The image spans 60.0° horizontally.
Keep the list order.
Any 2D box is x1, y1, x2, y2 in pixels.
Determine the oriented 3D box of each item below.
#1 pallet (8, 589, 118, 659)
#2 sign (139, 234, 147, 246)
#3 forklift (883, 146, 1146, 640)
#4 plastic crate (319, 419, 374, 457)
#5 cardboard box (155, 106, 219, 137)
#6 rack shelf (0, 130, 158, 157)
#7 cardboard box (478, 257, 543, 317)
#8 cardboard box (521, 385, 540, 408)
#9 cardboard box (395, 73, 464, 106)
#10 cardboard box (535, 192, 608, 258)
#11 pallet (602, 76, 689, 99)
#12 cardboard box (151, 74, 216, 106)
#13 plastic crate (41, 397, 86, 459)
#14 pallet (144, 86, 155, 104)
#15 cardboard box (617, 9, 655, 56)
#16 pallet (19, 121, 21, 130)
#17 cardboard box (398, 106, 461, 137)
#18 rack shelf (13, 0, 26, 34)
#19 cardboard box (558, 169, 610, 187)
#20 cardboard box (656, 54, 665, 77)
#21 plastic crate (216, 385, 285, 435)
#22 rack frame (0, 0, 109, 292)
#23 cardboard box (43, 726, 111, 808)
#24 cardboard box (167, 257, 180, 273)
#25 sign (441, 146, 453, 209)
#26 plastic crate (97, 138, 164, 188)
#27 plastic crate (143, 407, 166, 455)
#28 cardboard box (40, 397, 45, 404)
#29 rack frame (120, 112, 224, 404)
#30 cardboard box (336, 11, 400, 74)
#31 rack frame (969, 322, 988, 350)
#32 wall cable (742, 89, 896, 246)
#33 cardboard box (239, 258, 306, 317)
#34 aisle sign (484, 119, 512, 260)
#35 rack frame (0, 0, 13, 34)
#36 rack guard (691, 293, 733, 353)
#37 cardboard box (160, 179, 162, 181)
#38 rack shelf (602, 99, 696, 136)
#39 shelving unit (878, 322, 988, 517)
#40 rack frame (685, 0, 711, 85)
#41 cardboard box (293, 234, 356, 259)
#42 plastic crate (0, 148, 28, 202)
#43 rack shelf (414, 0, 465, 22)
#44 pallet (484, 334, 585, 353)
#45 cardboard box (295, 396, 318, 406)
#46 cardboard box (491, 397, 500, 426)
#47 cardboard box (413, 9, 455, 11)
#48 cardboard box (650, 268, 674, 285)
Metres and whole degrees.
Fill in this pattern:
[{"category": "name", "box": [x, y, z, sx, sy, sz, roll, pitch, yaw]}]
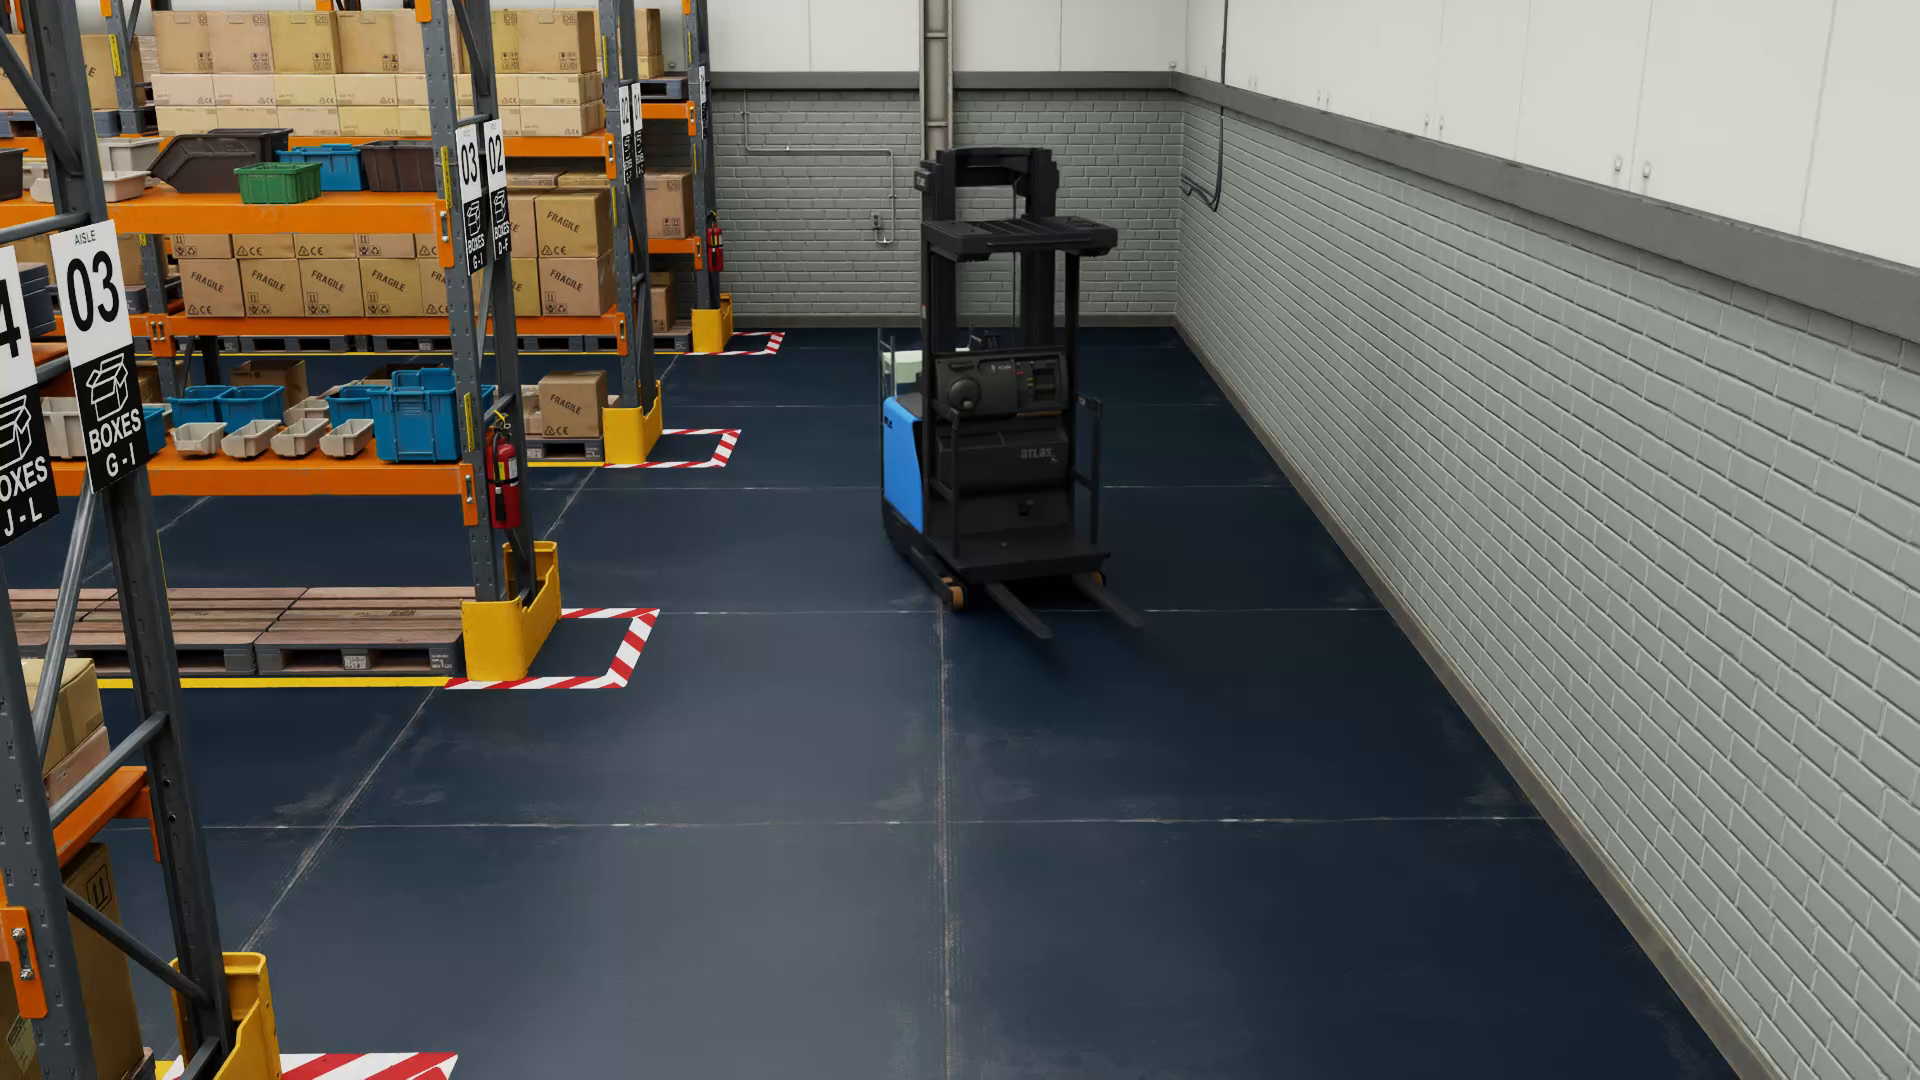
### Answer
[{"category": "pallet", "box": [-6.079, 0.572, 10.418, 1.213, 0.211, 1.003, 0, 18, -1]}, {"category": "sign", "box": [-6.875, -2.635, 13.955, 0.005, 0.325, 0.100, 0, 18, -1]}, {"category": "forklift", "box": [0.354, -1.062, 11.061, 1.130, 2.935, 3.031, -6, 19, -17]}, {"category": "plastic crate", "box": [-3.626, -0.603, 9.850, 0.243, 0.136, 0.396, 0, 18, -1]}, {"category": "cardboard box", "box": [-6.398, -3.536, 13.996, 0.500, 0.250, 0.500, 0, 18, -1]}, {"category": "rack shelf", "box": [-8.888, -3.329, 14.281, 4.000, 0.370, 1.077, 0, 18, -1]}, {"category": "cardboard box", "box": [-3.850, -2.231, 14.428, 0.500, 0.500, 0.500, 0, 18, 0]}, {"category": "cardboard box", "box": [-3.936, -1.254, 15.327, 0.500, 0.250, 0.500, 0, 18, -1]}, {"category": "cardboard box", "box": [-4.398, -3.783, 13.946, 0.500, 0.250, 0.500, 0, 18, -1]}, {"category": "cardboard box", "box": [-3.329, -2.710, 14.283, 0.500, 0.500, 0.500, 0, 18, -1]}, {"category": "pallet", "box": [-3.712, -5.164, 18.970, 1.213, 0.211, 1.003, 0, 18, -1]}, {"category": "cardboard box", "box": [-6.398, -3.774, 13.919, 0.500, 0.250, 0.500, 0, 18, -1]}, {"category": "plastic crate", "box": [-5.284, -0.663, 9.800, 0.530, 0.282, 0.437, 0, 18, -1]}, {"category": "pallet", "box": [-9.208, -5.110, 18.966, 1.213, 0.211, 1.003, 1, 18, 2]}, {"category": "cardboard box", "box": [-3.698, -5.660, 18.536, 0.500, 0.500, 0.500, 0, 18, -1]}, {"category": "pallet", "box": [-8.578, -3.604, 14.269, 1.003, 0.211, 1.213, 0, 18, -1]}, {"category": "cardboard box", "box": [-4.398, -3.541, 14.009, 0.500, 0.250, 0.500, 0, 18, -1]}, {"category": "rack shelf", "box": [-4.735, -1.561, 4.513, 4.000, 0.370, 1.077, 0, 18, -1]}, {"category": "cardboard box", "box": [-4.207, -3.915, 19.352, 0.700, 0.700, 0.980, 0, 18, -1]}, {"category": "cardboard box", "box": [-3.704, -5.461, 19.144, 0.500, 0.250, 0.500, 1, 18, 2]}, {"category": "plastic crate", "box": [-4.382, -0.801, 10.310, 0.300, 0.233, 0.416, 0, 18, -1]}, {"category": "rack frame", "box": [-2.736, -2.103, 4.372, 0.127, 3.000, 1.000, 0, 18, -1]}, {"category": "cardboard box", "box": [-3.096, 0.774, 5.635, 0.250, 0.149, 0.380, 0, 18, 0]}, {"category": "cardboard box", "box": [-9.356, -2.889, 19.473, 0.750, 0.750, 0.750, 0, 18, -1]}, {"category": "sign", "box": [-2.789, -1.970, 9.038, 0.005, 0.325, 0.100, 0, 18, -1]}, {"category": "plastic crate", "box": [-5.035, -2.215, 9.824, 0.530, 0.282, 0.437, 0, 18, -1]}, {"category": "plastic crate", "box": [-4.863, -0.620, 9.745, 0.300, 0.233, 0.416, 0, 18, -1]}, {"category": "cardboard box", "box": [-7.871, -1.182, 14.695, 0.500, 0.500, 0.500, 0, 18, -1]}, {"category": "rack frame", "box": [-6.888, -2.253, 14.660, 0.127, 3.000, 1.000, 0, 18, -1]}, {"category": "cardboard box", "box": [-4.903, -4.231, 14.115, 0.500, 0.500, 0.700, 0, 18, -1]}, {"category": "rack frame", "box": [0.139, -0.925, 12.976, 0.023, 1.500, 0.400, -6, 19, -17]}, {"category": "wall cable", "box": [-1.705, -4.564, 20.201, 1.851, 1.984, 0.084, 0, 18, -1]}, {"category": "cardboard box", "box": [-5.862, -2.223, 14.403, 0.500, 0.500, 0.500, 0, 18, 0]}, {"category": "aisle sign", "box": [-2.747, -2.088, 9.891, 0.004, 0.787, 0.394, 0, 18, -1]}, {"category": "rack frame", "box": [-10.969, -6.603, 18.400, 0.127, 3.000, 1.000, 0, 18, -1]}, {"category": "rack guard", "box": [-2.946, -2.595, 19.818, 0.348, 0.500, 1.175, 0, 18, -1]}, {"category": "cardboard box", "box": [-8.964, -4.237, 18.933, 0.500, 0.250, 0.500, -1, 18, -2]}, {"category": "rack shelf", "box": [-4.970, -4.861, 19.058, 4.000, 0.370, 1.077, 0, 18, -1]}, {"category": "shelving unit", "box": [-0.210, -0.891, 12.868, 0.755, 1.500, 0.431, -6, 19, -17]}, {"category": "rack frame", "box": [-2.970, -6.642, 18.520, 0.127, 3.000, 1.000, 0, 18, -1]}, {"category": "cardboard box", "box": [-5.382, -2.698, 14.246, 0.500, 0.500, 0.500, -1, 18, -2]}, {"category": "plastic crate", "box": [-5.567, -2.028, 9.263, 0.590, 0.269, 0.497, 0, 18, -1]}, {"category": "rack shelf", "box": [-4.814, -3.073, 9.228, 4.000, 0.370, 1.077, 0, 18, -1]}, {"category": "pallet", "box": [-4.985, -2.424, 19.760, 1.213, 0.211, 1.003, 0, 18, -1]}, {"category": "cardboard box", "box": [-5.949, -1.214, 15.369, 0.250, 0.149, 0.380, 0, 18, -1]}, {"category": "cardboard box", "box": [-4.378, -1.099, 14.844, 0.500, 0.250, 0.500, 0, 18, -1]}, {"category": "cardboard box", "box": [-5.739, -5.649, 18.504, 0.500, 0.500, 0.500, -1, 18, -2]}, {"category": "cardboard box", "box": [-3.547, -3.131, 19.741, 0.250, 0.149, 0.380, 0, 18, 0]}]
